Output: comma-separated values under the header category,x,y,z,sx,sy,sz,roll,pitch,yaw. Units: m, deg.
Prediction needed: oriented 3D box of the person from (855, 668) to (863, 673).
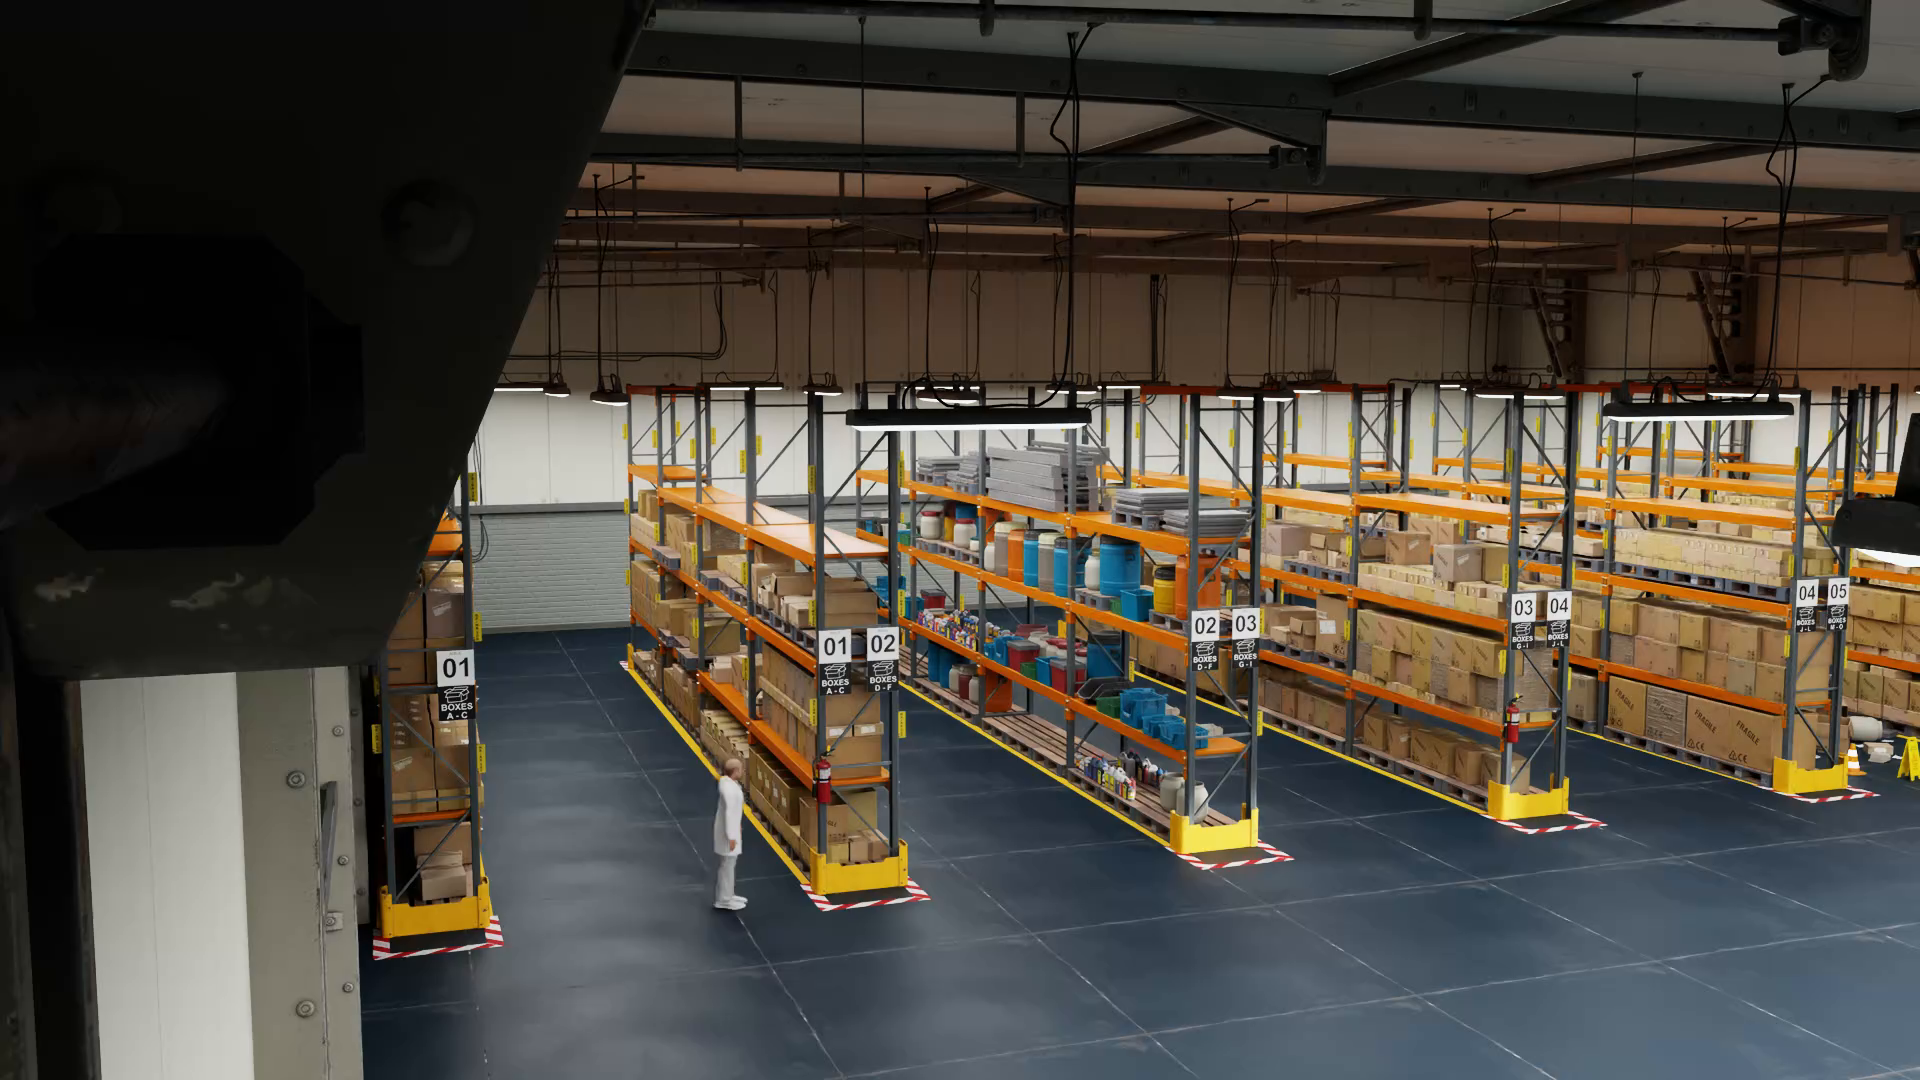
category,x,y,z,sx,sy,sz,roll,pitch,yaw
person,-1.941,2.057,32.325,0.384,1.597,0.463,-2,6,-21

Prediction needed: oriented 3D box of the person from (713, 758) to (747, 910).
category,x,y,z,sx,sy,sz,roll,pitch,yaw
person,-2.695,3.433,19.501,0.389,1.784,0.594,-1,6,-10

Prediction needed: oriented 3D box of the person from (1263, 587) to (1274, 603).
category,x,y,z,sx,sy,sz,roll,pitch,yaw
person,7.927,1.142,41.813,0.592,1.786,0.545,-2,6,-16
